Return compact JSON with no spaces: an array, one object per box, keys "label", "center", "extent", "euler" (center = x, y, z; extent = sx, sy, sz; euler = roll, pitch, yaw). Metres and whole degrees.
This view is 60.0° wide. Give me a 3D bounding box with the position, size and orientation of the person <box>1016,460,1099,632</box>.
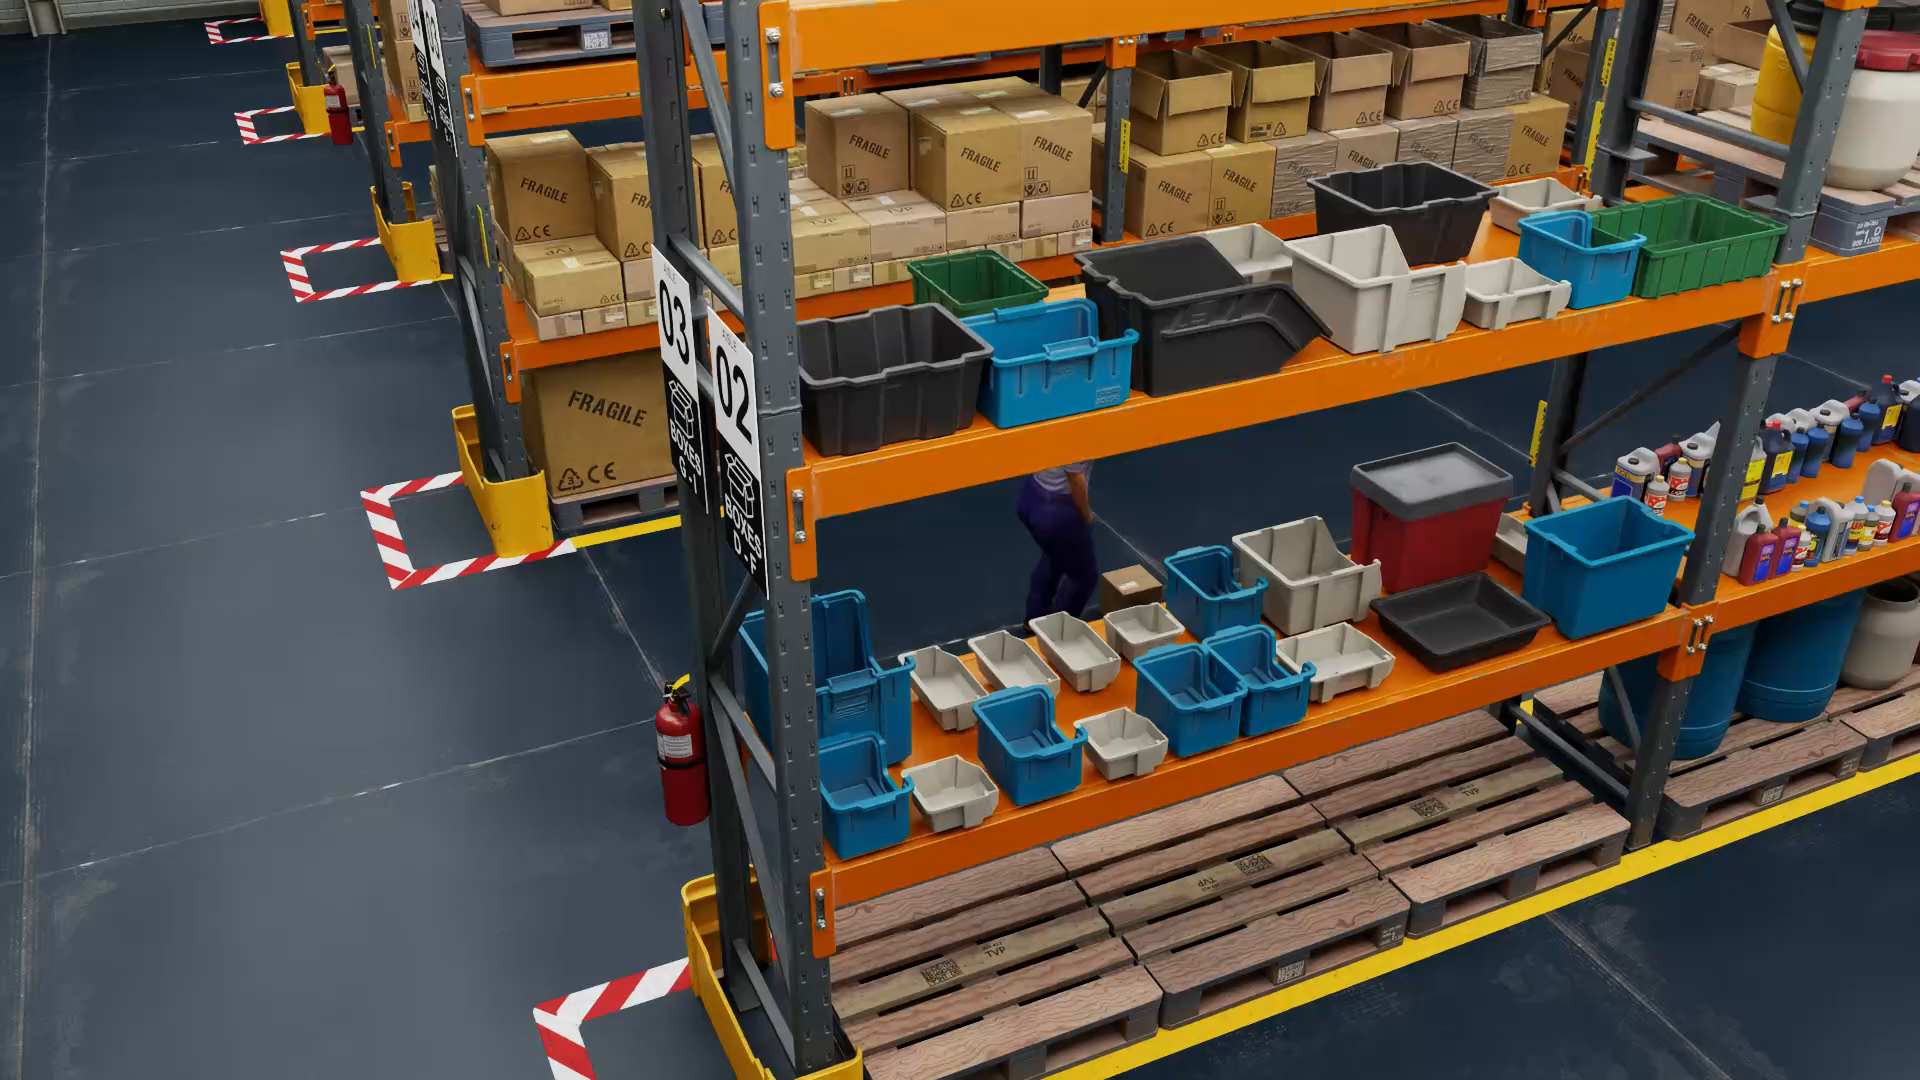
[{"label":"person","center":[0.507,-0.162,8.800],"extent":[0.391,1.607,0.496],"euler":[-12,32,-21]}]
